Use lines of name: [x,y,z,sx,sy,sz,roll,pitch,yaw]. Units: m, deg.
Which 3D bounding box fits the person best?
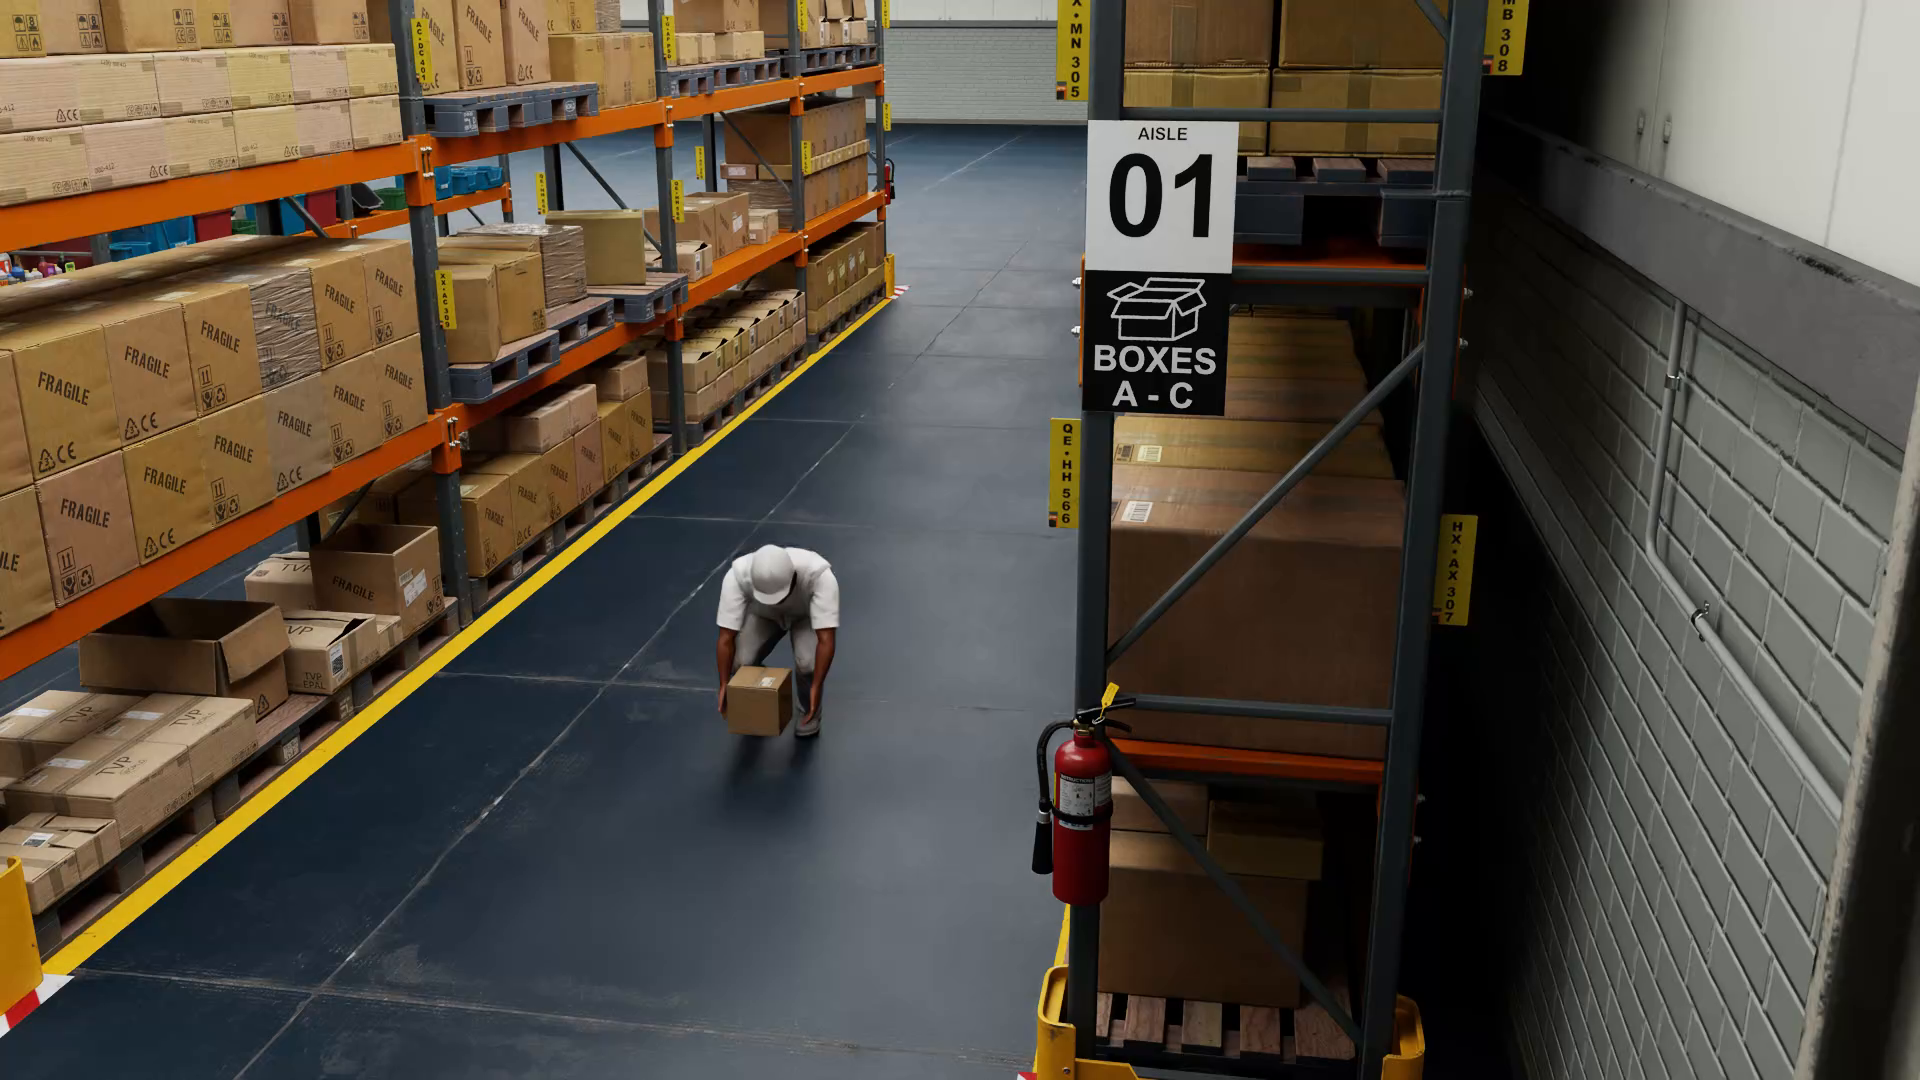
person: [-0.854,0.450,8.223,0.599,1.091,0.867,3,18,9]
